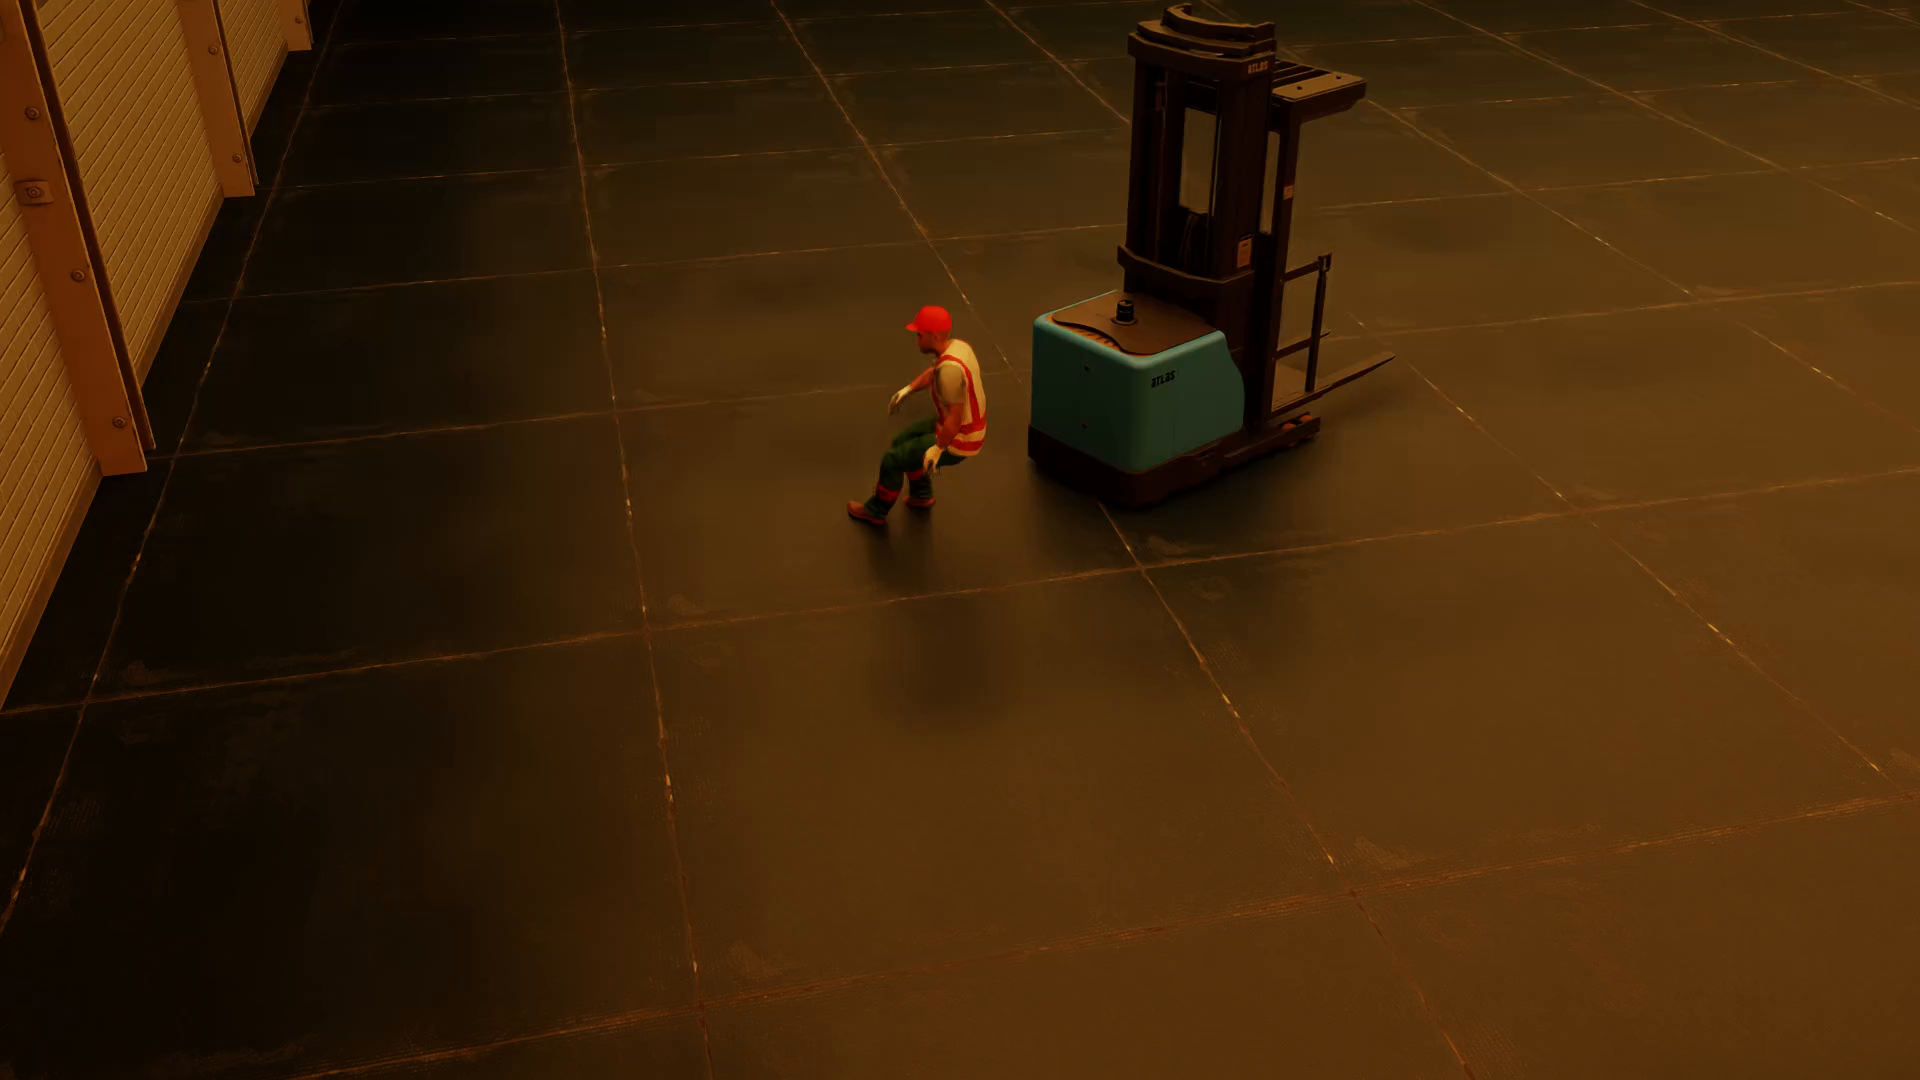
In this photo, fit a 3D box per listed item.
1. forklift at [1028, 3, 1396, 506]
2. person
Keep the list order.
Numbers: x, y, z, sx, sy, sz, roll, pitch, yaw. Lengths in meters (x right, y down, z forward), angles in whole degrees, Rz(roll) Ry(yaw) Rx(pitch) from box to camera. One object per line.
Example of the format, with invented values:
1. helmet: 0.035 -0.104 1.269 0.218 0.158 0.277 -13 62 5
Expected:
1. forklift: 1.908 -2.096 11.195 3.031 2.935 1.130 -23 37 -35
2. person: -0.295 -0.710 10.287 0.919 1.558 0.813 3 30 5
